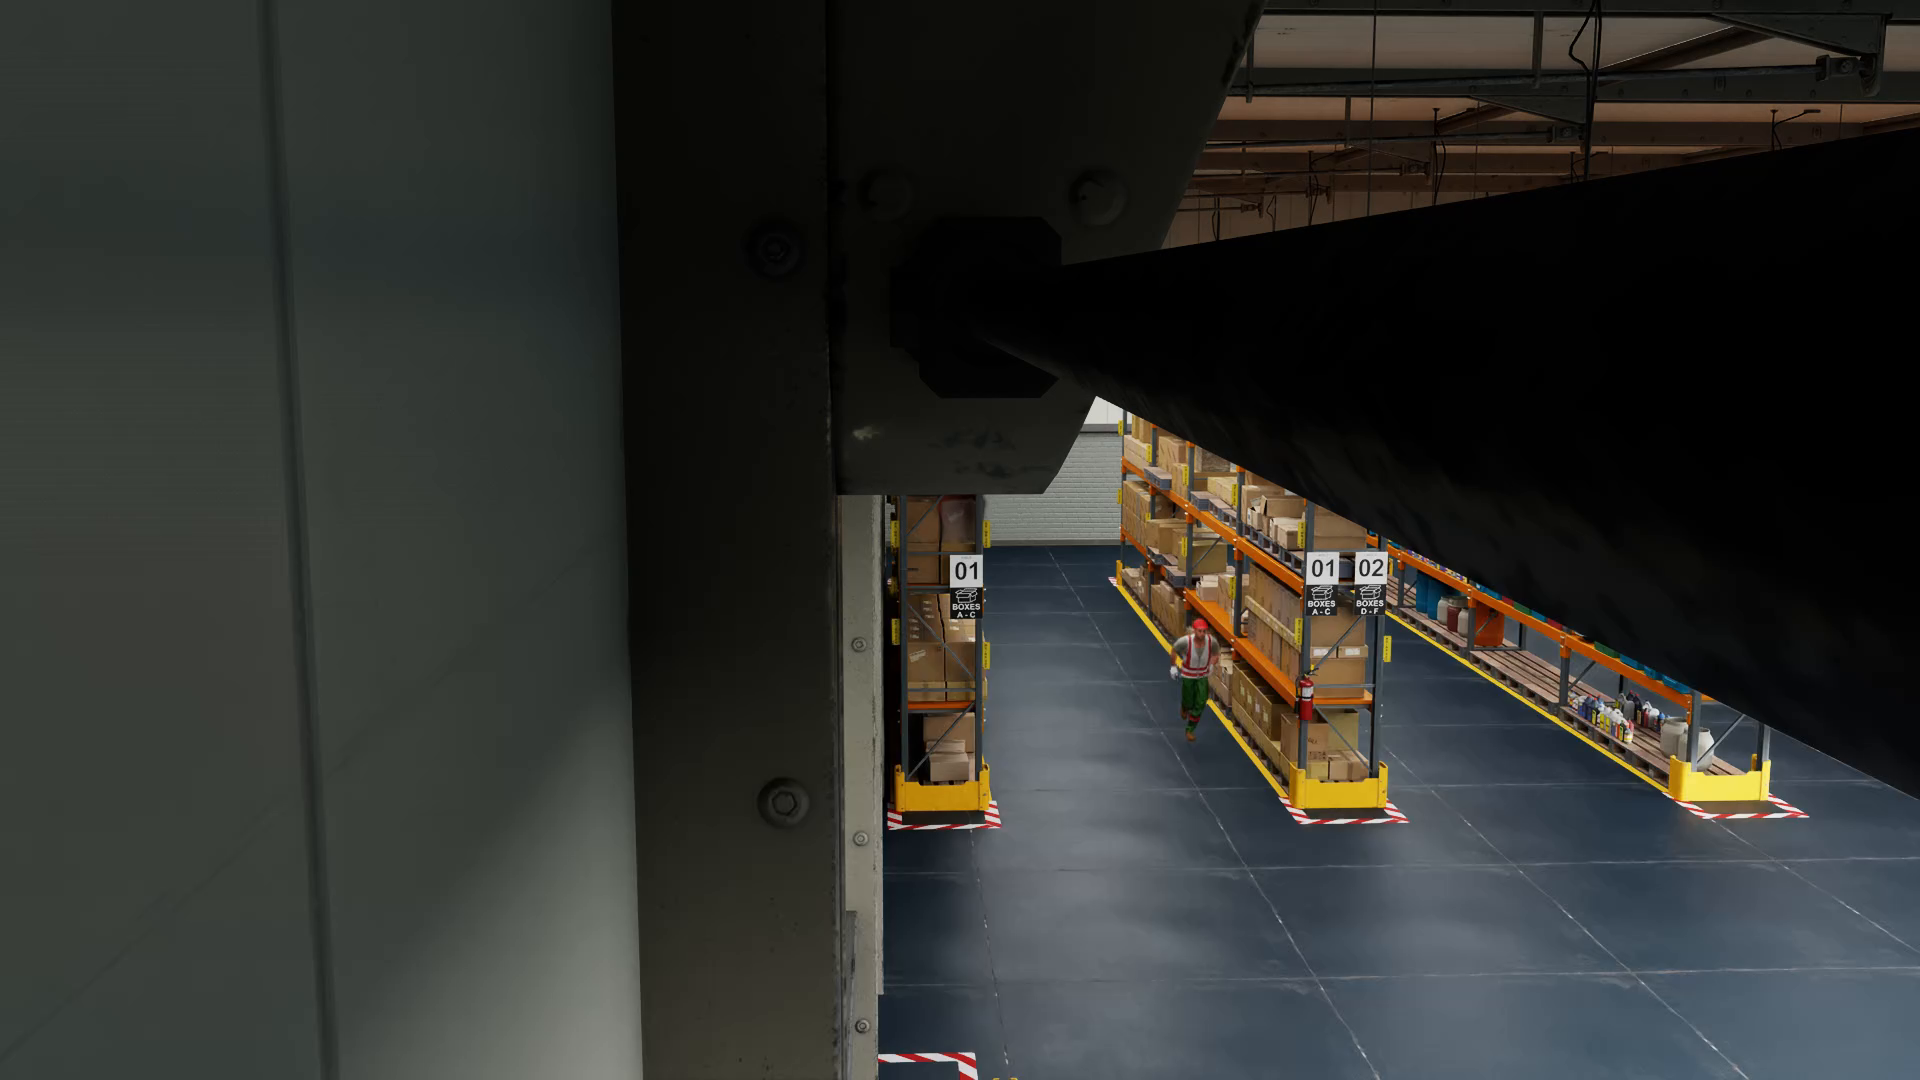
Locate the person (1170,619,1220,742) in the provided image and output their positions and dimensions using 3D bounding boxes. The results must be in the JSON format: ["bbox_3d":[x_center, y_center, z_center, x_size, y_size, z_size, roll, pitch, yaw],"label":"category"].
[{"bbox_3d":[3.204,1.875,22.737,0.655,1.707,0.809,-2,9,-10],"label":"person"}]
